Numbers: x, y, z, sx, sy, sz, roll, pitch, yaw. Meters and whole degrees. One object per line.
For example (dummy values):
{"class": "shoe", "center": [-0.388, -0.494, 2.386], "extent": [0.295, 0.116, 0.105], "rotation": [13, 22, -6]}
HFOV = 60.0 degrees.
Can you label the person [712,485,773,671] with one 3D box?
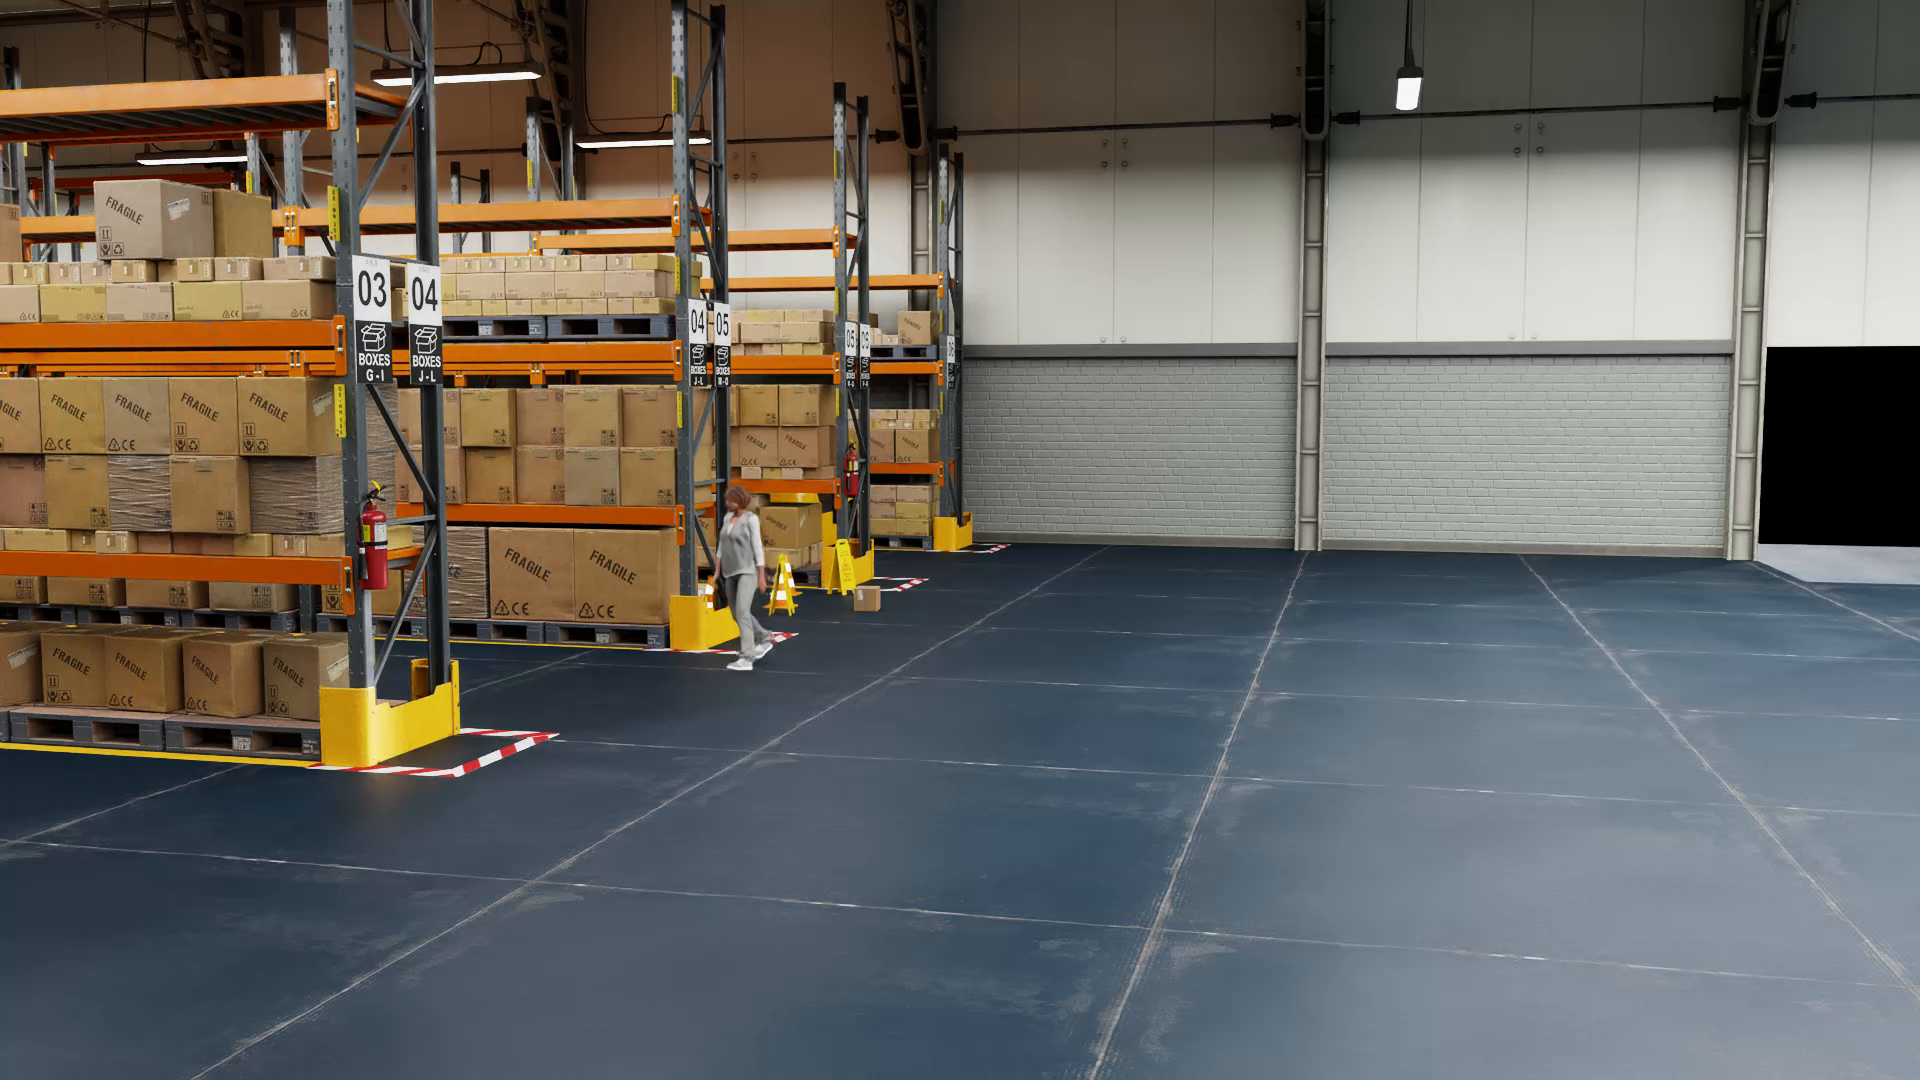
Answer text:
{"class": "person", "center": [-1.842, 0.301, 14.168], "extent": [0.512, 1.544, 0.800], "rotation": [4, 6, 37]}
